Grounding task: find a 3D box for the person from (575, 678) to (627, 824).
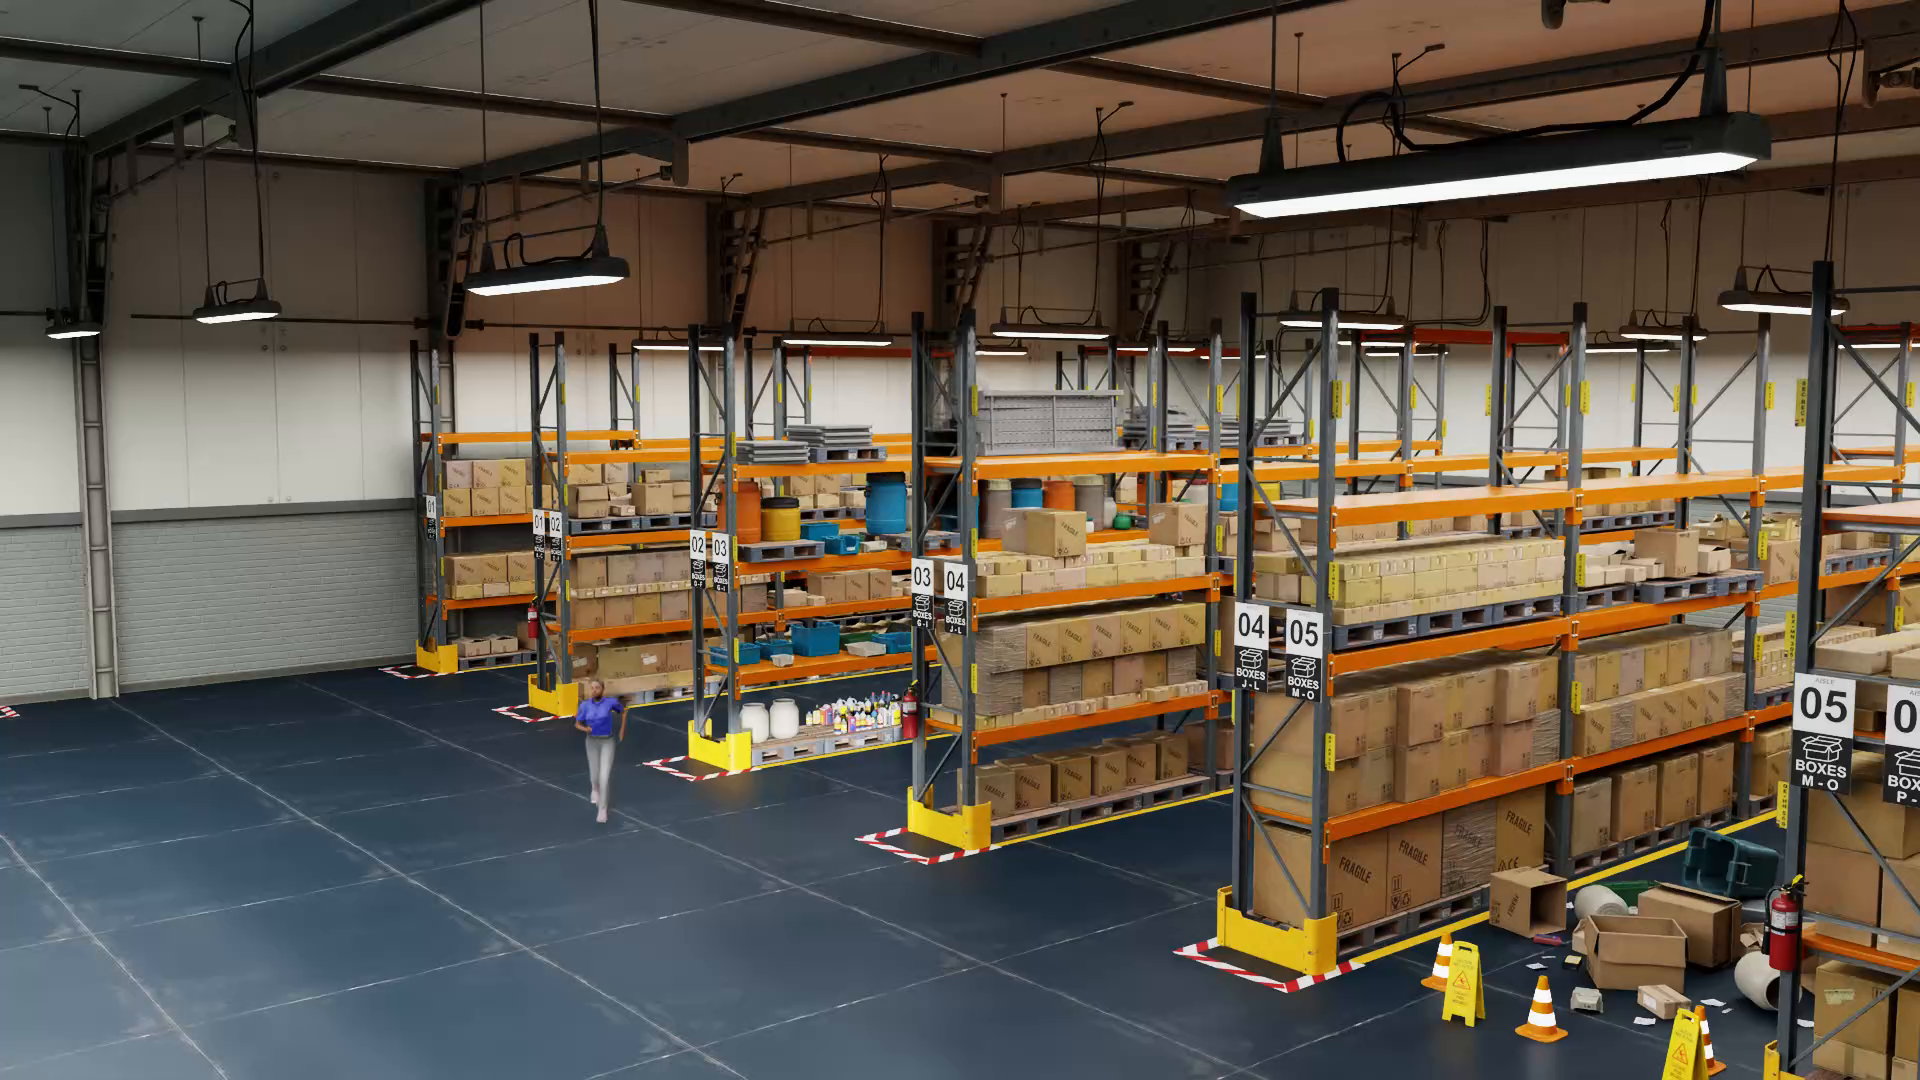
[{"bbox_3d":[-4.327,2.489,20.071,0.587,1.684,0.934,0,5,-2],"label":"person"}]
